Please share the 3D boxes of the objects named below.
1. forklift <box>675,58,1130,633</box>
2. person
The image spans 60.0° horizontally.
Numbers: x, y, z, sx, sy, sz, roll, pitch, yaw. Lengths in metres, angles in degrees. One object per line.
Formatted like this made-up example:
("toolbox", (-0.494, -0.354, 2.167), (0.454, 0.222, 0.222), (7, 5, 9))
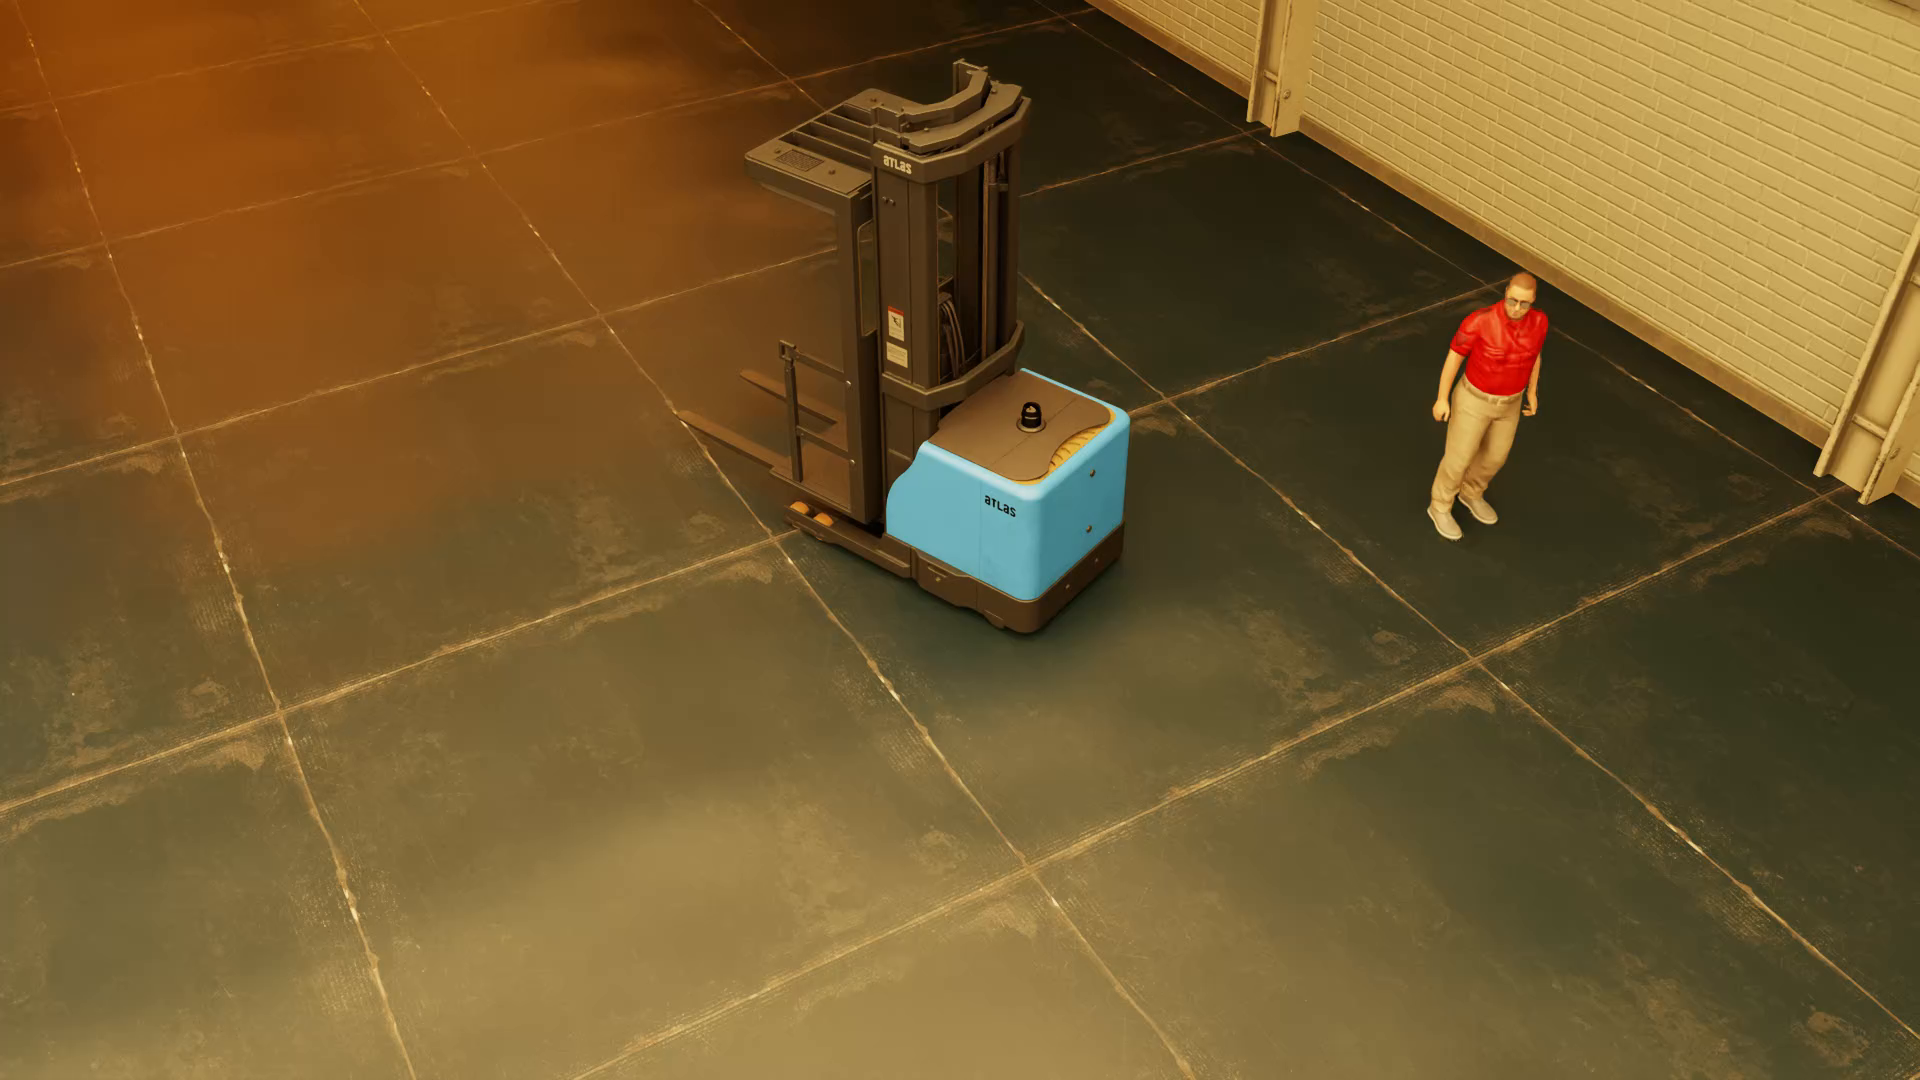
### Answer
("forklift", (-0.481, -1.366, 9.683), (3.031, 2.935, 1.130), (26, 46, 28))
("person", (3.176, -0.822, 9.971), (0.523, 1.730, 0.371), (-9, 41, -11))
